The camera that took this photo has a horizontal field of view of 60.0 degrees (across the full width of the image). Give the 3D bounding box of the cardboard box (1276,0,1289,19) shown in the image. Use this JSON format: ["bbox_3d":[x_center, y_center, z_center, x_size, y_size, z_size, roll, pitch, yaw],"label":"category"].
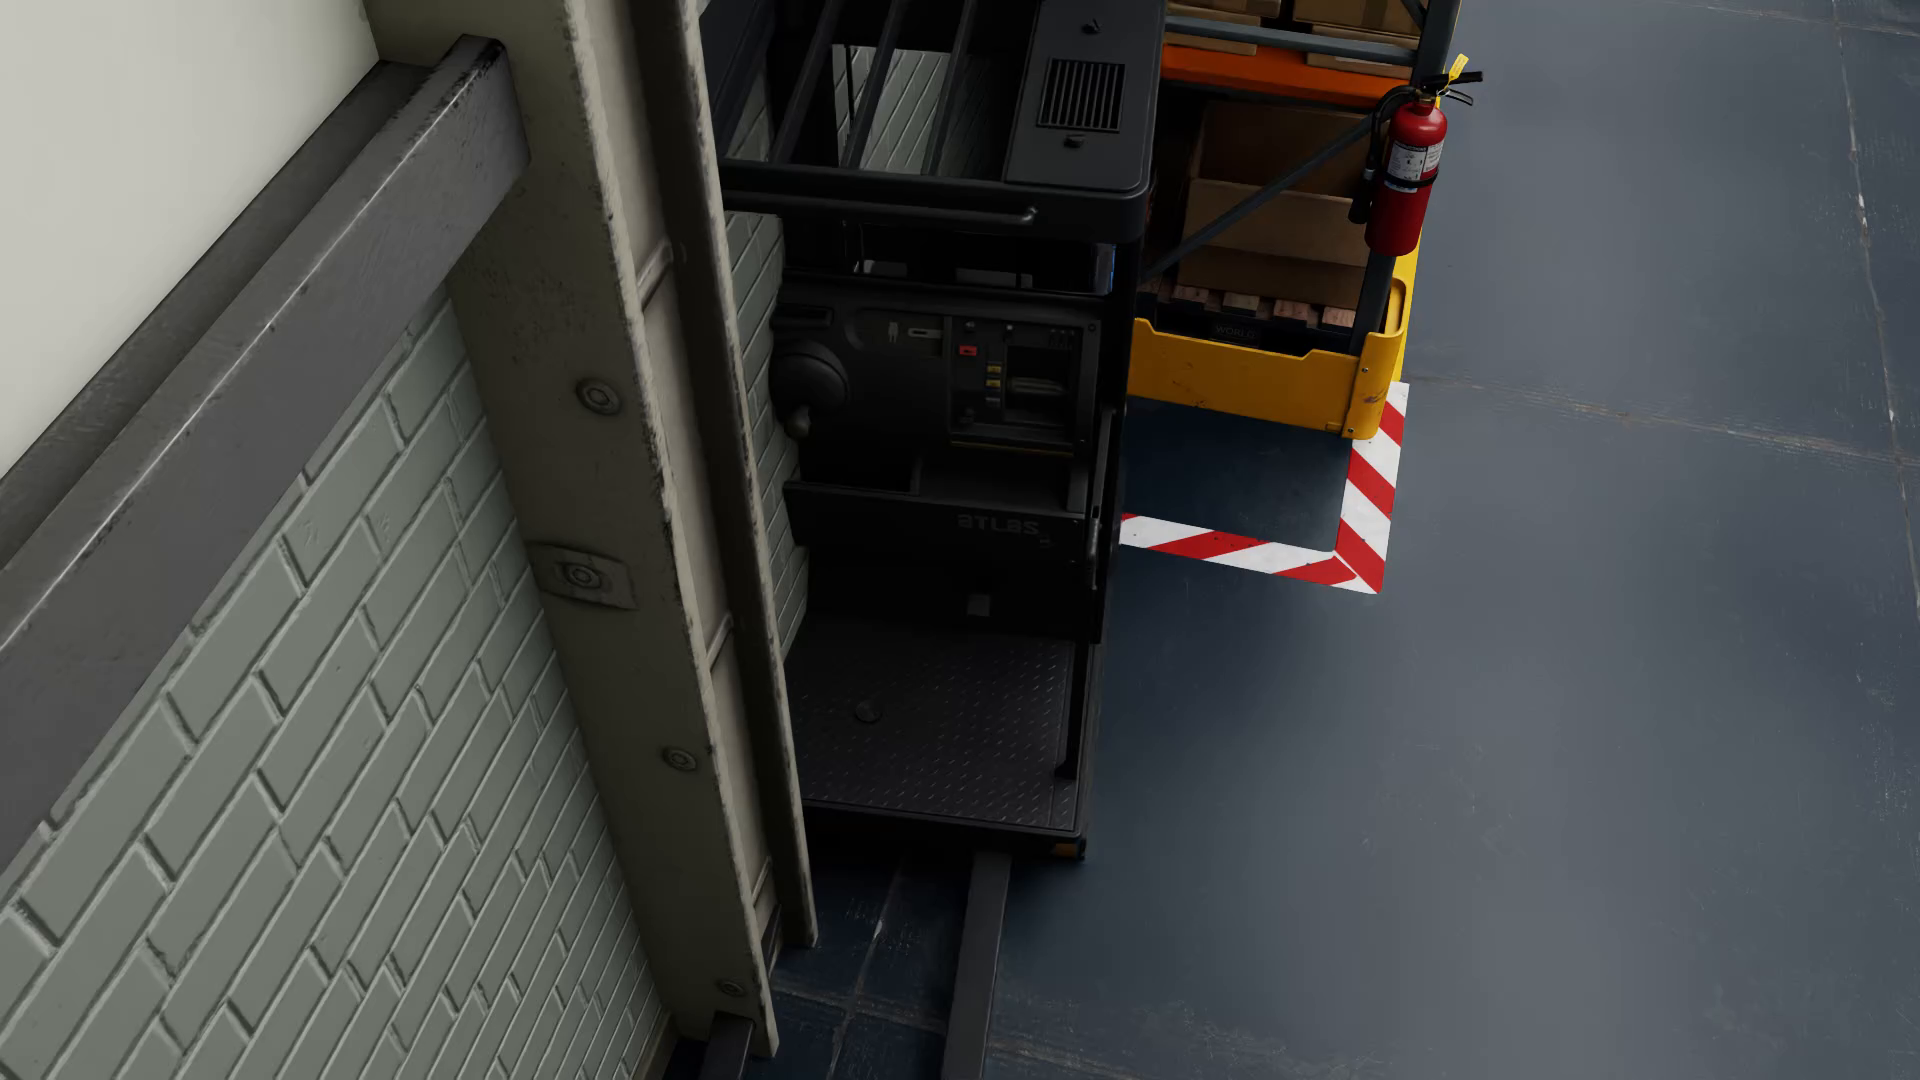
[{"bbox_3d":[0.930,-1.911,5.604,0.380,0.149,0.250,13,50,11],"label":"cardboard box"}]

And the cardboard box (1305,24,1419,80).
[{"bbox_3d":[1.327,-1.631,5.356,0.380,0.149,0.250,11,50,10],"label":"cardboard box"}]

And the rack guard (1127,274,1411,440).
[{"bbox_3d":[0.996,-0.758,6.086,1.175,0.500,0.348,12,50,10],"label":"rack guard"}]

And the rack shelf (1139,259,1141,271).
[{"bbox_3d":[0.476,-0.857,5.798,0.240,0.259,0.215,17,47,10],"label":"rack shelf"}]

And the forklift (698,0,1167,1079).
[{"bbox_3d":[-0.141,-0.326,4.083,1.130,2.935,3.031,6,49,5],"label":"forklift"}]

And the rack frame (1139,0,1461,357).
[{"bbox_3d":[0.976,-1.530,5.100,1.000,3.000,0.127,12,50,10],"label":"rack frame"}]

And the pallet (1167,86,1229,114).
[{"bbox_3d":[1.528,-2.119,7.480,1.003,0.211,1.213,12,50,10],"label":"pallet"}]

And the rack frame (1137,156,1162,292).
[{"bbox_3d":[0.592,-0.830,5.769,0.008,1.050,0.200,17,47,10],"label":"rack frame"}]

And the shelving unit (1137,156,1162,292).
[{"bbox_3d":[0.477,-0.864,5.790,0.252,1.050,0.215,17,47,10],"label":"shelving unit"}]

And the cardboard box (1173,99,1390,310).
[{"bbox_3d":[1.228,-1.267,6.252,0.797,0.503,0.637,10,49,9],"label":"cardboard box"}]

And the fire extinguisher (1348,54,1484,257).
[{"bbox_3d":[1.383,-1.184,5.094,0.296,0.674,0.183,12,50,10],"label":"fire extinguisher"}]

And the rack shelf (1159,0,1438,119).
[{"bbox_3d":[1.502,-2.739,6.647,1.077,0.370,4.000,12,50,10],"label":"rack shelf"}]

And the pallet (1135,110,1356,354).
[{"bbox_3d":[1.205,-1.239,6.703,1.003,0.211,1.213,12,50,10],"label":"pallet"}]

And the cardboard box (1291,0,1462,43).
[{"bbox_3d":[1.355,-1.854,5.287,0.500,0.250,0.500,12,50,10],"label":"cardboard box"}]

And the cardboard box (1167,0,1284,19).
[{"bbox_3d":[0.841,-1.964,5.385,0.500,0.250,0.500,13,50,11],"label":"cardboard box"}]

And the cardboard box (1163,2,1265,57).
[{"bbox_3d":[0.804,-1.740,5.453,0.380,0.149,0.250,11,50,10],"label":"cardboard box"}]

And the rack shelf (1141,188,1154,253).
[{"bbox_3d":[0.496,-1.053,5.594,0.240,0.259,0.215,17,47,10],"label":"rack shelf"}]

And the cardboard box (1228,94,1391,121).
[{"bbox_3d":[1.491,-1.877,6.793,0.700,0.500,0.500,13,50,12],"label":"cardboard box"}]

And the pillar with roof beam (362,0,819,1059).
[{"bbox_3d":[3.550,-0.894,0.537,9.100,9.000,0.400,12,50,10],"label":"pillar with roof beam"}]
